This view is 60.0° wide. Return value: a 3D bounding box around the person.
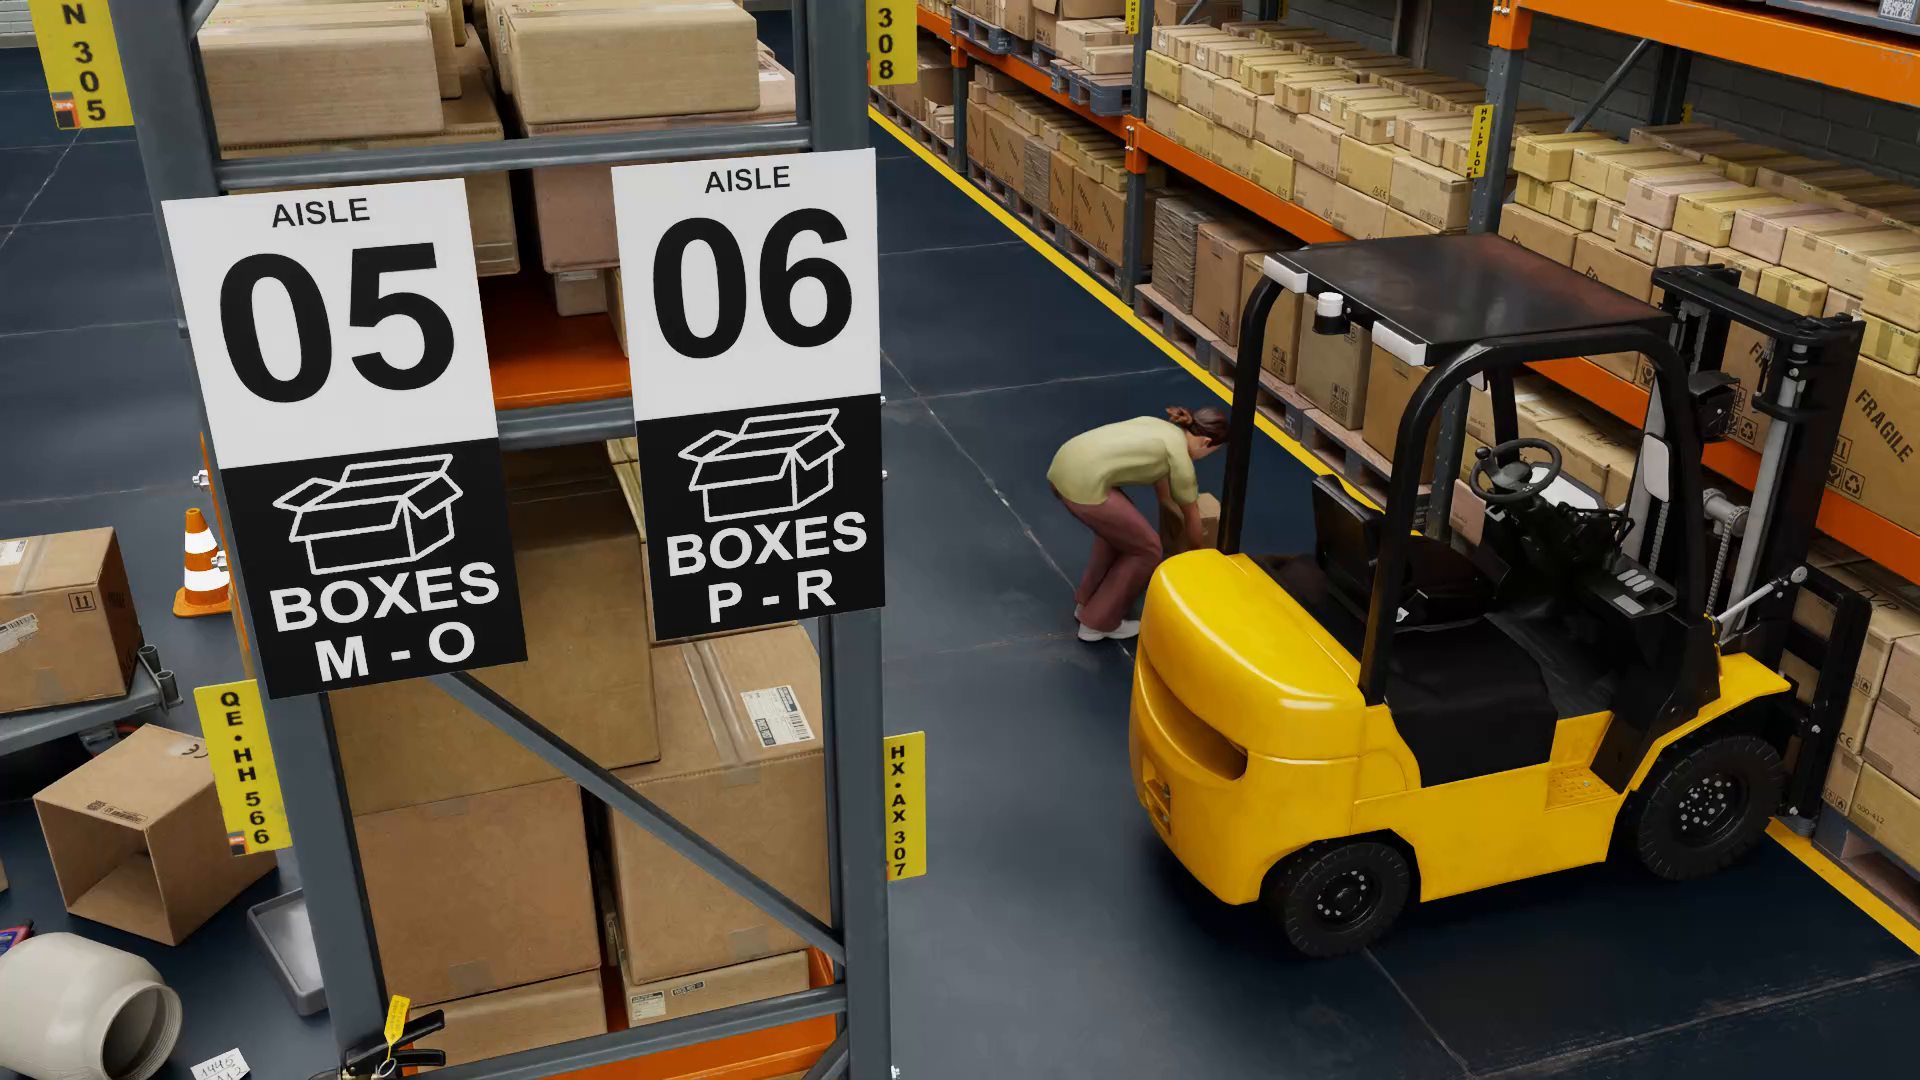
[{"bbox_3d":[0.816,-0.081,7.537,0.868,1.000,0.454,-10,28,-19],"label":"person"}]
